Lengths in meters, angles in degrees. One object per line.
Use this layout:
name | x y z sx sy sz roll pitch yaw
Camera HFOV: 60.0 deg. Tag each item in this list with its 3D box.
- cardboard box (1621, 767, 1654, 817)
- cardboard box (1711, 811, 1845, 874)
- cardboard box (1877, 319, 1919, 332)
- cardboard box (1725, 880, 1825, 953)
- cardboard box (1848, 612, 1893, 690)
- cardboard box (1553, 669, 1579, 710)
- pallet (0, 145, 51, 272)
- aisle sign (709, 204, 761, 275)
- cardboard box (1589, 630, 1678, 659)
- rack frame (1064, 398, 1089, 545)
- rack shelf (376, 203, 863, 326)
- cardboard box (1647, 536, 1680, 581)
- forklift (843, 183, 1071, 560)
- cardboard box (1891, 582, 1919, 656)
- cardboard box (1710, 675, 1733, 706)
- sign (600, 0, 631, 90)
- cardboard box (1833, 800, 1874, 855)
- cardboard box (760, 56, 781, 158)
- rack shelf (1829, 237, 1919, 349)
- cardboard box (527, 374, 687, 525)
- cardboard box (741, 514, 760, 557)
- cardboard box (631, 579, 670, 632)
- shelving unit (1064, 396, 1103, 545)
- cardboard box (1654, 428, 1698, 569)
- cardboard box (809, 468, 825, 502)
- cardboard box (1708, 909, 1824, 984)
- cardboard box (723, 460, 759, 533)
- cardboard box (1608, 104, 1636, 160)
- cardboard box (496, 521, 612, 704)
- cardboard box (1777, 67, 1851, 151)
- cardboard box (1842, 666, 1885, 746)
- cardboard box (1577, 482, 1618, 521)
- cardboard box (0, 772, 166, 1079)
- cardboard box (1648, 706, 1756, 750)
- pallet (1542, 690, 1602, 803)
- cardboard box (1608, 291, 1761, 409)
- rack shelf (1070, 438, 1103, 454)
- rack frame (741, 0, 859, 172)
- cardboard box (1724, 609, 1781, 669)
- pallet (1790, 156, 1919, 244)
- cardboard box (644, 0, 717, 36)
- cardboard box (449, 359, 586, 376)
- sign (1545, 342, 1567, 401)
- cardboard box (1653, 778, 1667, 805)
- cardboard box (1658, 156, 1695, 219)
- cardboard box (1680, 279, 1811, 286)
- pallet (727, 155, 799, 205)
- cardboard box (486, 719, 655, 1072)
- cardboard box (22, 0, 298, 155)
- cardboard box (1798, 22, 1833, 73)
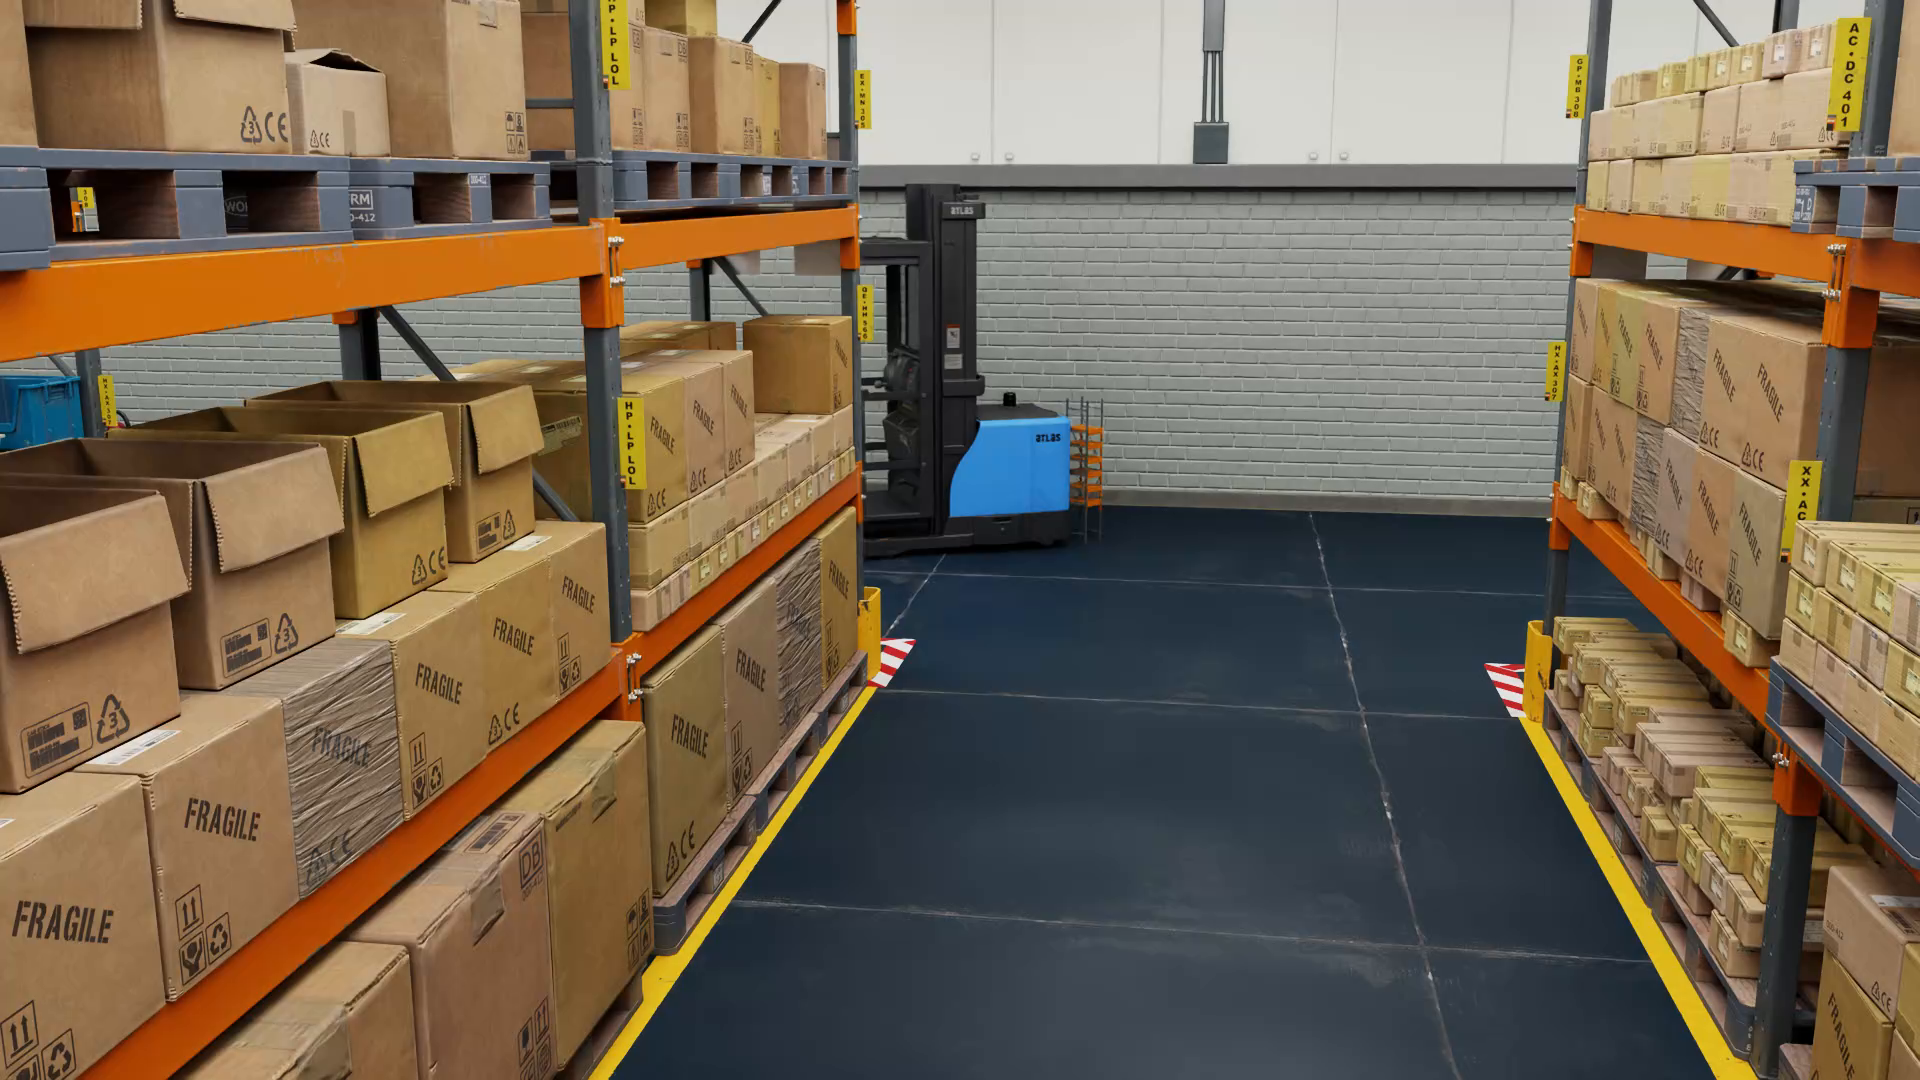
cardboard box | 3.175 1.129 7.405 0.380 0.149 0.250 2 12 9
cardboard box | 2.979 1.113 6.068 0.380 0.149 0.250 2 12 9
cardboard box | 3.557 -0.525 5.994 0.500 0.500 0.500 2 12 7
cardboard box | 2.916 1.319 5.816 0.380 0.149 0.250 2 12 10
cardboard box | 2.589 0.299 4.379 0.380 0.149 0.250 2 12 10
cardboard box | 3.400 0.807 8.901 0.380 0.149 0.250 2 12 10
pallet | -2.272 -0.507 2.553 1.213 0.211 1.003 2 12 11
aisle sign | -1.374 -1.958 9.787 0.394 0.787 0.004 2 12 9
cardboard box | 3.457 0.576 8.557 0.380 0.149 0.250 2 12 10
rack frame | 0.964 -0.566 13.771 0.006 1.200 0.240 -12 17 -43
rack shelf | -1.396 -1.361 7.774 1.077 0.370 4.000 2 12 9
cardboard box | 3.164 0.080 7.098 0.380 0.149 0.250 2 12 10
forklift | -0.659 -1.391 13.489 3.031 2.935 1.130 -4 13 -16
cardboard box | 2.547 0.209 4.089 0.380 0.149 0.250 2 12 8
cardboard box | 3.854 0.696 8.003 0.380 0.149 0.250 1 12 6
sign | -1.166 -1.687 5.607 0.100 0.325 0.005 2 12 9
cardboard box | 3.531 1.075 6.243 0.380 0.149 0.250 2 12 8
cardboard box | -1.321 -2.208 8.529 0.700 0.500 0.500 1 12 7
rack shelf | 2.874 -0.346 3.067 1.077 0.370 4.000 2 12 9
cardboard box | -1.377 -0.360 6.412 0.500 0.500 0.500 2 12 9
cardboard box | -1.131 -0.027 7.597 0.380 0.149 0.250 2 12 9
cardboard box | -1.330 0.242 6.345 0.380 0.149 0.250 2 12 9
shelving unit | 1.030 -0.579 13.833 0.189 1.200 0.258 -12 17 -43
cardboard box | 3.136 -0.164 6.689 0.500 0.500 0.500 2 12 8
cardboard box | -0.935 -0.296 8.843 0.380 0.149 0.250 2 12 10
cardboard box | 2.905 1.448 5.925 0.380 0.149 0.250 2 12 9
cardboard box | -1.217 -0.202 7.462 0.500 0.250 0.500 2 12 10
cardboard box | 3.393 -1.926 7.861 0.500 0.250 0.500 2 12 8
cardboard box | -1.506 0.228 5.579 0.500 0.500 0.500 2 12 9
cardboard box | 3.001 -1.390 5.370 0.500 0.250 0.500 1 12 6
cardboard box | 2.587 0.447 4.401 0.380 0.149 0.250 2 12 9
cardboard box | 3.331 -0.192 8.362 0.380 0.149 0.250 2 12 7
cardboard box | -1.898 0.754 3.135 0.500 0.500 0.500 2 12 7
cardboard box | 3.254 0.845 7.310 0.380 0.149 0.250 2 12 9
pallet | 3.625 1.066 8.544 1.003 0.211 1.213 2 12 9
cardboard box | 3.292 -0.866 7.574 0.500 0.500 0.500 2 12 7
rack shelf | 1.030 -0.770 13.792 0.180 0.103 0.258 -12 17 -43
rack frame | -1.089 -3.595 9.314 1.000 3.000 0.127 2 12 9
cardboard box | 2.926 0.351 5.842 0.380 0.149 0.250 2 12 7
pallet | 2.981 -0.897 4.363 1.213 0.211 1.003 2 12 9
cardboard box | -1.409 -2.378 7.536 0.500 0.250 0.500 1 12 7
cardboard box | -1.816 -0.477 6.956 0.500 0.500 0.500 2 12 9
sign | 3.261 -0.921 9.093 0.100 0.325 0.005 2 12 9
cardboard box | 3.186 1.048 7.073 0.380 0.149 0.250 1 12 6
cardboard box | 3.233 -1.464 6.903 0.500 0.250 0.500 2 12 8
cardboard box | 3.972 -1.060 8.476 0.500 0.500 0.500 2 12 7
pallet | -1.378 -1.676 7.740 1.003 0.211 1.213 2 12 9
cardboard box | -1.782 1.138 5.641 1.225 0.875 0.875 2 12 9
cardboard box | -2.026 -1.145 3.824 0.797 0.503 0.637 2 12 8
cardboard box | 2.990 -1.610 5.445 0.380 0.149 0.250 2 12 10
